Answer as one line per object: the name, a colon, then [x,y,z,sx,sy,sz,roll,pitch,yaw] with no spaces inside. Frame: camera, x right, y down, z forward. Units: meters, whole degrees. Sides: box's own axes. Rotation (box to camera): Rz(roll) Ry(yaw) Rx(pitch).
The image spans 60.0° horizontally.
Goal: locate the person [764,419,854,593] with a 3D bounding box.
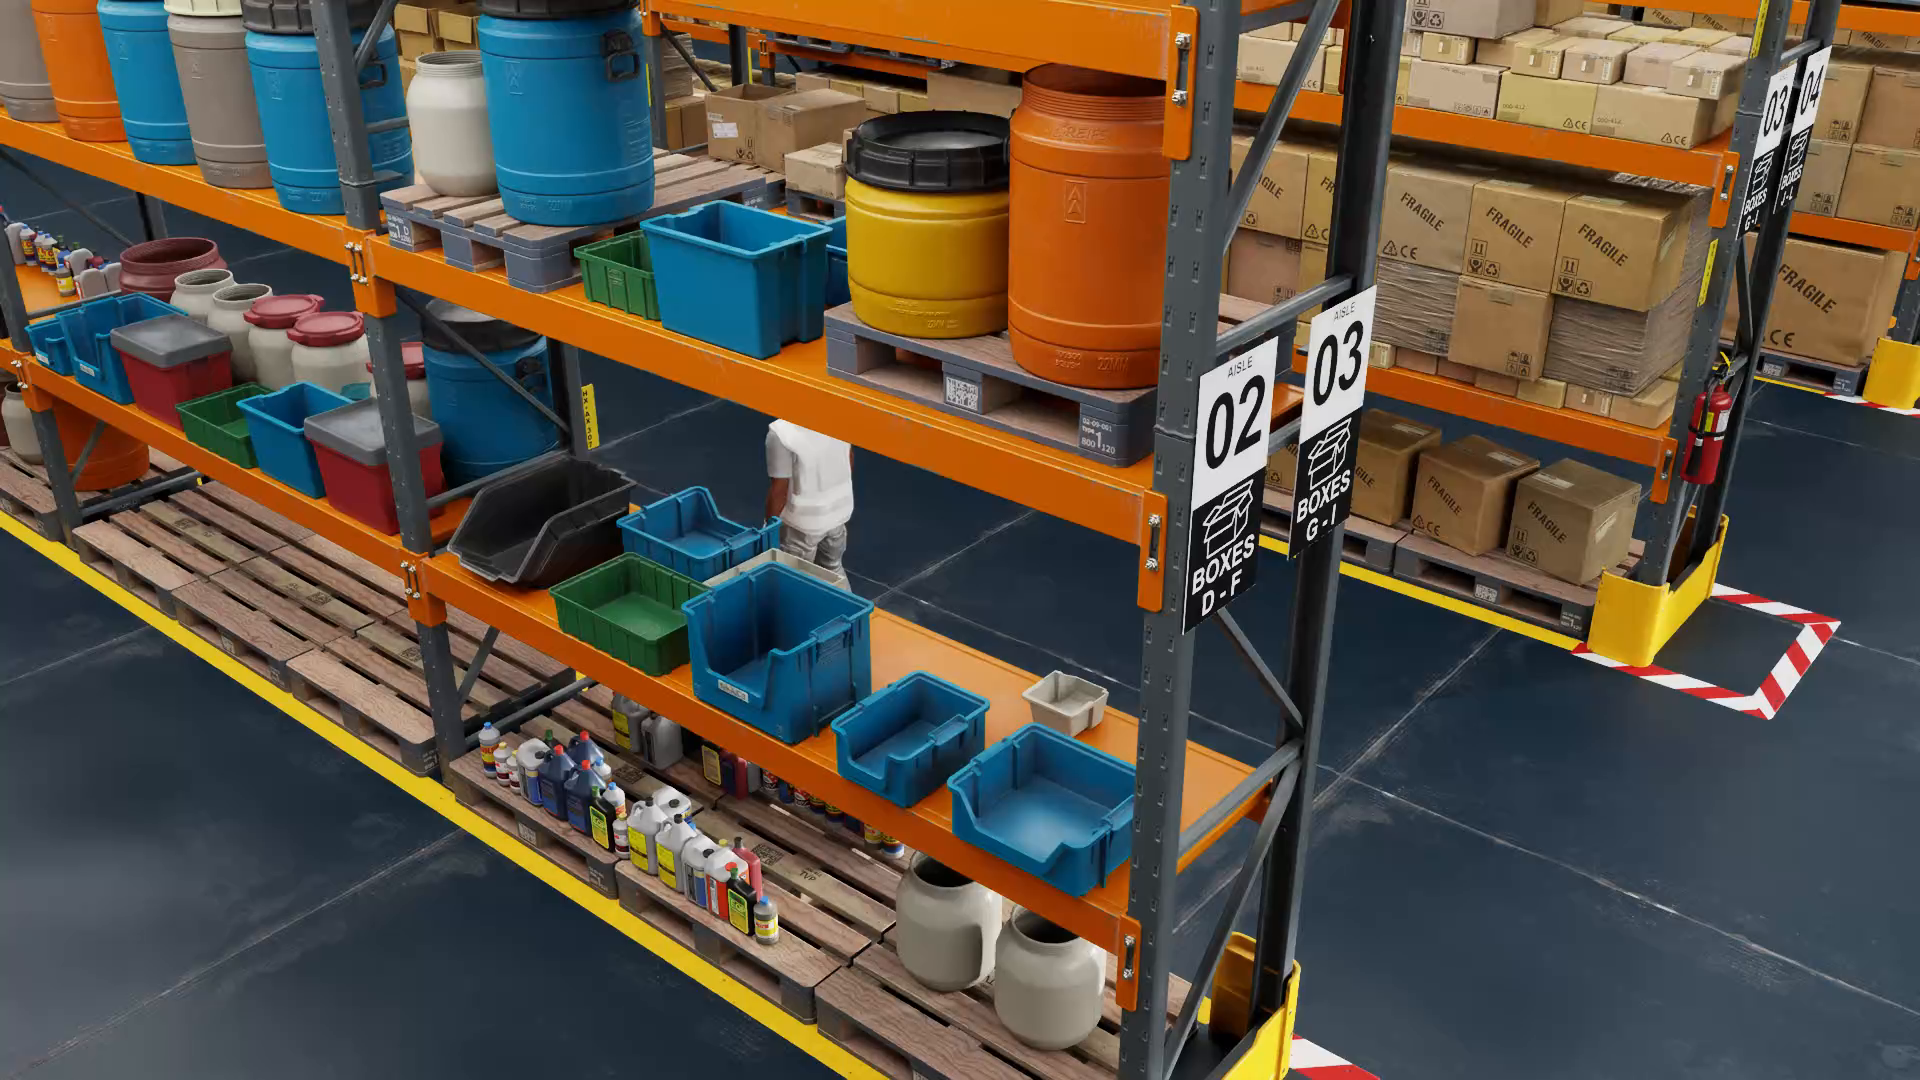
person: [-0.810,-0.151,8.901,0.447,1.774,0.618,21,34,35]
